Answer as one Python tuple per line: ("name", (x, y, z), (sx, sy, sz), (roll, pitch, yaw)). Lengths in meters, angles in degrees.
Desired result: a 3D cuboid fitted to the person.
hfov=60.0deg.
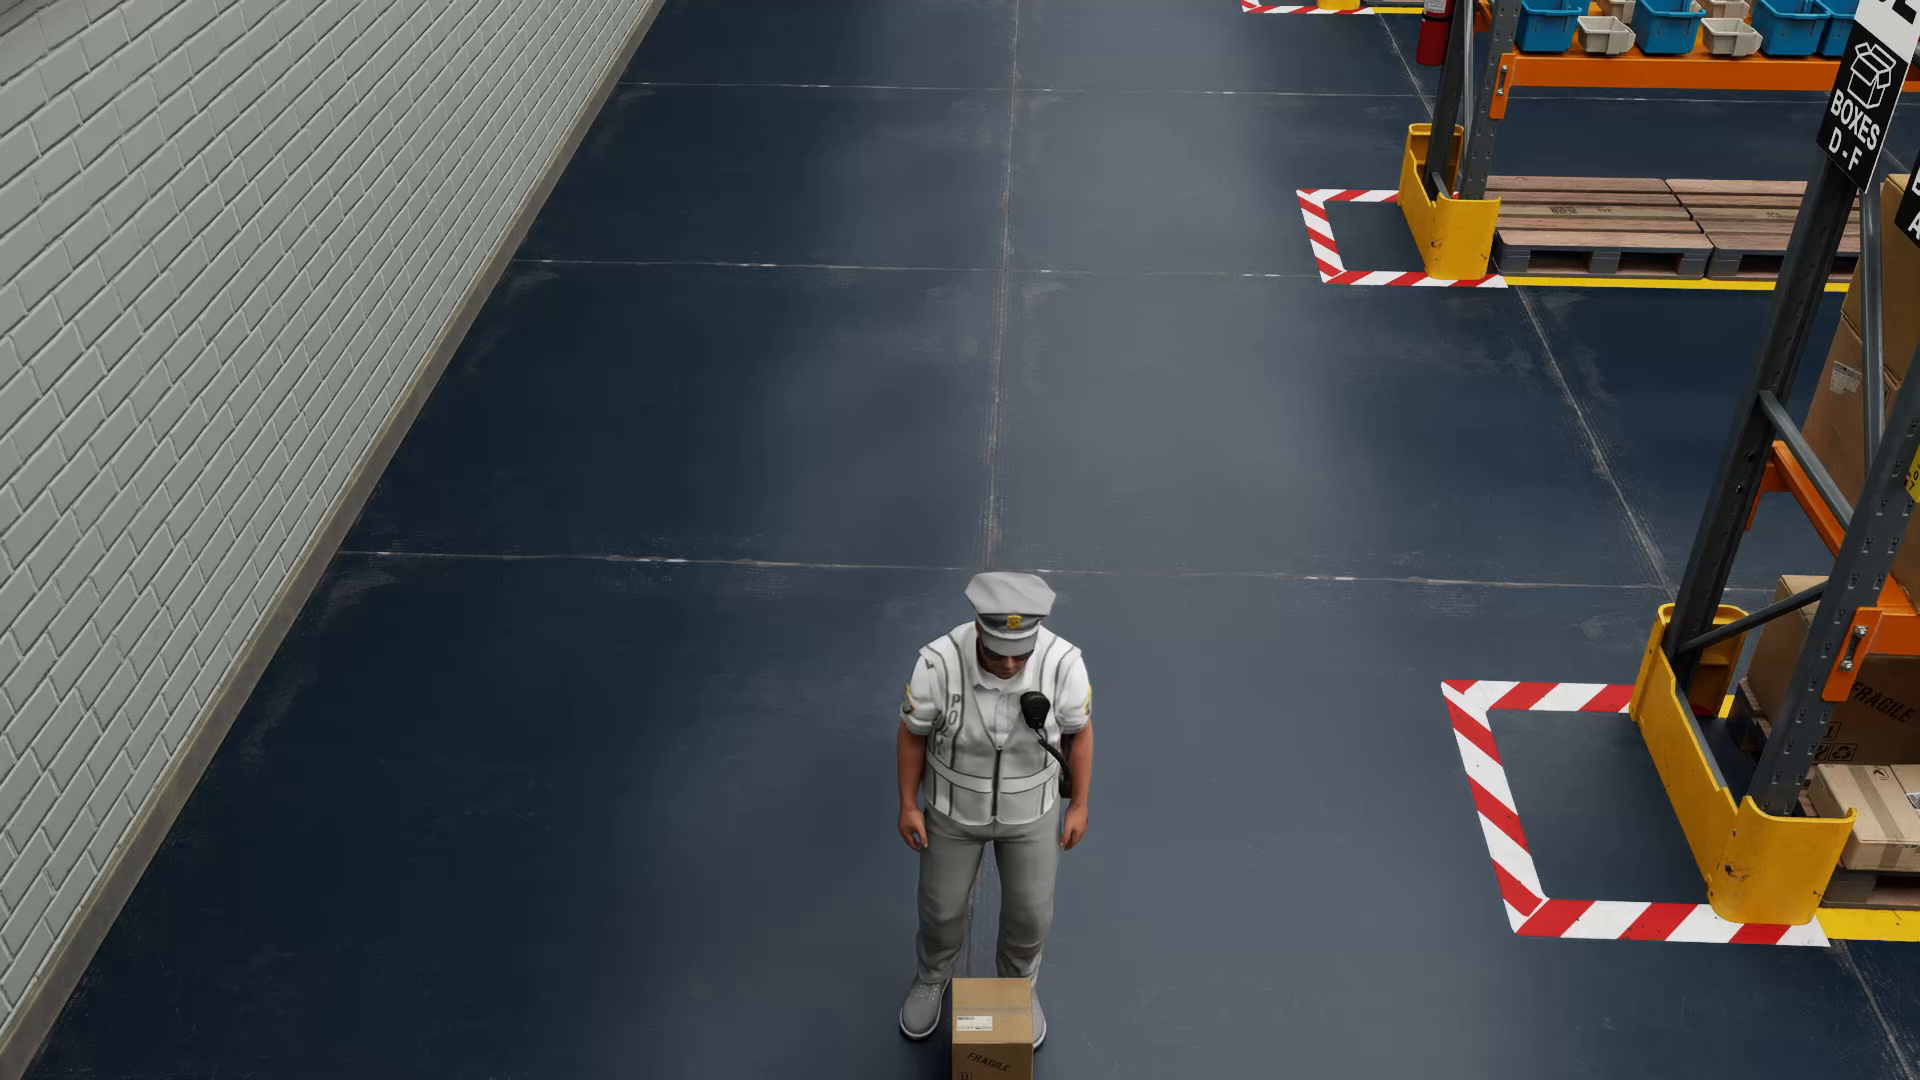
("person", (0.099, 0.800, 5.017), (0.595, 1.746, 0.480), (0, 35, -1))
